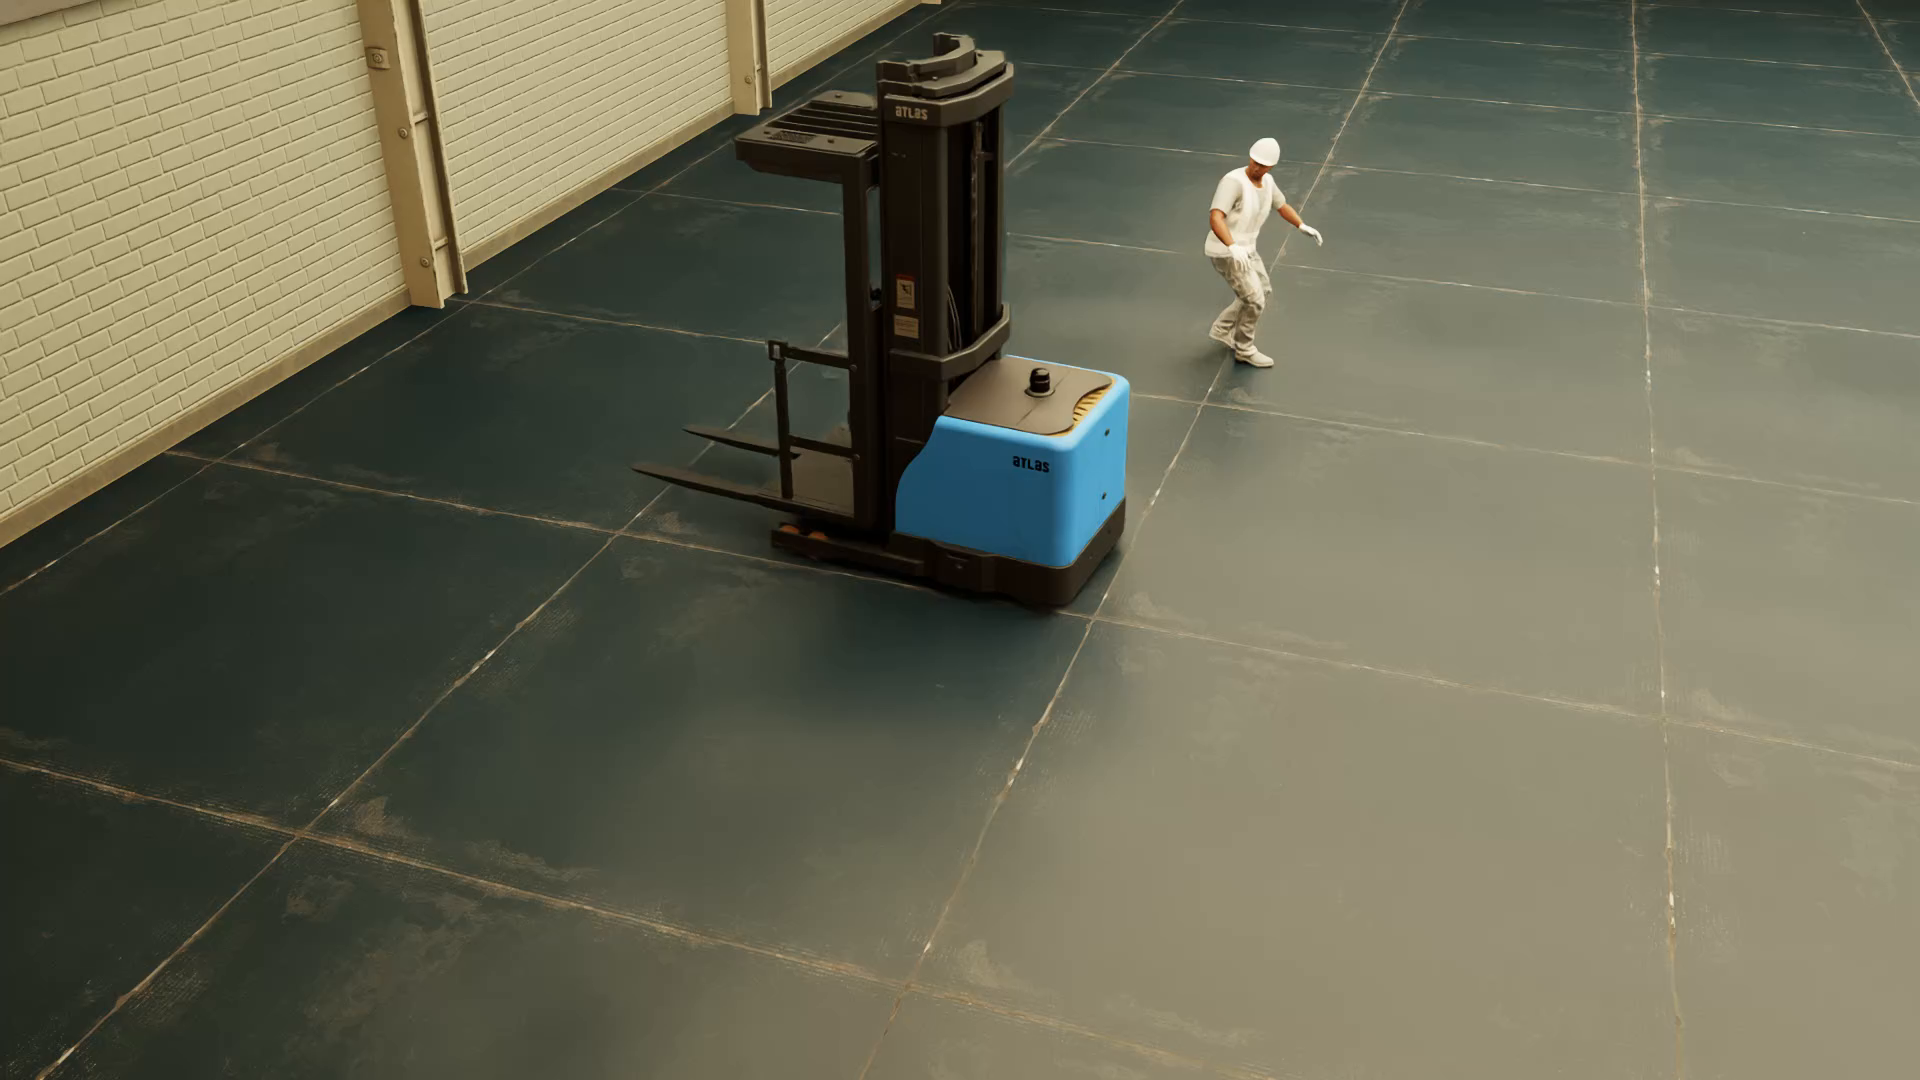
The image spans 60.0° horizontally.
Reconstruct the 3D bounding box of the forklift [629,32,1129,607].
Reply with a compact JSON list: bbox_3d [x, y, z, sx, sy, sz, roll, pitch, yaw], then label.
[{"bbox_3d":[-0.570,-1.377,9.552,3.031,2.935,1.130,13,32,21],"label":"forklift"}]

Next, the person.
[{"bbox_3d":[2.165,-2.065,12.025,0.763,1.667,0.862,16,33,26],"label":"person"}]
